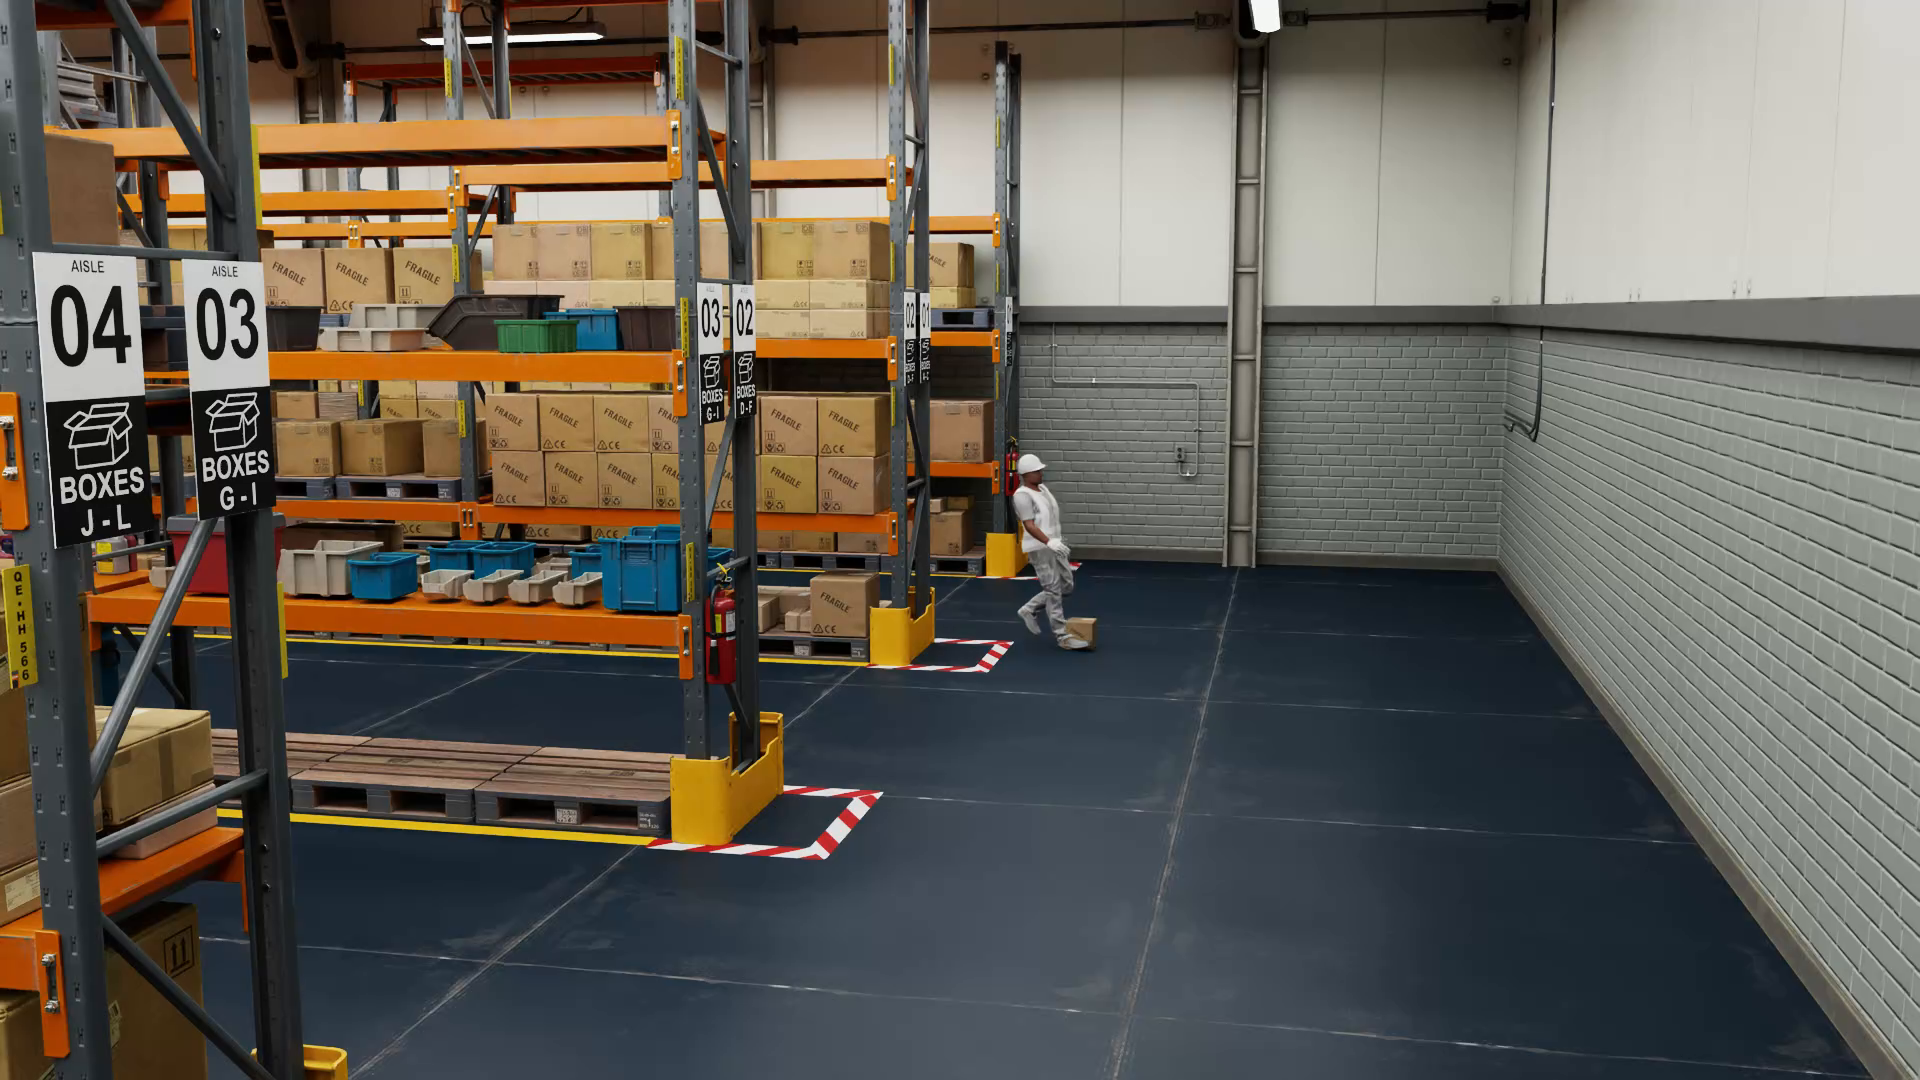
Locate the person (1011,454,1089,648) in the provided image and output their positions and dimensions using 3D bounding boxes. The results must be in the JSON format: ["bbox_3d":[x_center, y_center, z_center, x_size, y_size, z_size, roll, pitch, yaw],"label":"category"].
[{"bbox_3d":[0.844,0.094,15.103,0.771,1.742,0.620,4,9,28],"label":"person"}]
